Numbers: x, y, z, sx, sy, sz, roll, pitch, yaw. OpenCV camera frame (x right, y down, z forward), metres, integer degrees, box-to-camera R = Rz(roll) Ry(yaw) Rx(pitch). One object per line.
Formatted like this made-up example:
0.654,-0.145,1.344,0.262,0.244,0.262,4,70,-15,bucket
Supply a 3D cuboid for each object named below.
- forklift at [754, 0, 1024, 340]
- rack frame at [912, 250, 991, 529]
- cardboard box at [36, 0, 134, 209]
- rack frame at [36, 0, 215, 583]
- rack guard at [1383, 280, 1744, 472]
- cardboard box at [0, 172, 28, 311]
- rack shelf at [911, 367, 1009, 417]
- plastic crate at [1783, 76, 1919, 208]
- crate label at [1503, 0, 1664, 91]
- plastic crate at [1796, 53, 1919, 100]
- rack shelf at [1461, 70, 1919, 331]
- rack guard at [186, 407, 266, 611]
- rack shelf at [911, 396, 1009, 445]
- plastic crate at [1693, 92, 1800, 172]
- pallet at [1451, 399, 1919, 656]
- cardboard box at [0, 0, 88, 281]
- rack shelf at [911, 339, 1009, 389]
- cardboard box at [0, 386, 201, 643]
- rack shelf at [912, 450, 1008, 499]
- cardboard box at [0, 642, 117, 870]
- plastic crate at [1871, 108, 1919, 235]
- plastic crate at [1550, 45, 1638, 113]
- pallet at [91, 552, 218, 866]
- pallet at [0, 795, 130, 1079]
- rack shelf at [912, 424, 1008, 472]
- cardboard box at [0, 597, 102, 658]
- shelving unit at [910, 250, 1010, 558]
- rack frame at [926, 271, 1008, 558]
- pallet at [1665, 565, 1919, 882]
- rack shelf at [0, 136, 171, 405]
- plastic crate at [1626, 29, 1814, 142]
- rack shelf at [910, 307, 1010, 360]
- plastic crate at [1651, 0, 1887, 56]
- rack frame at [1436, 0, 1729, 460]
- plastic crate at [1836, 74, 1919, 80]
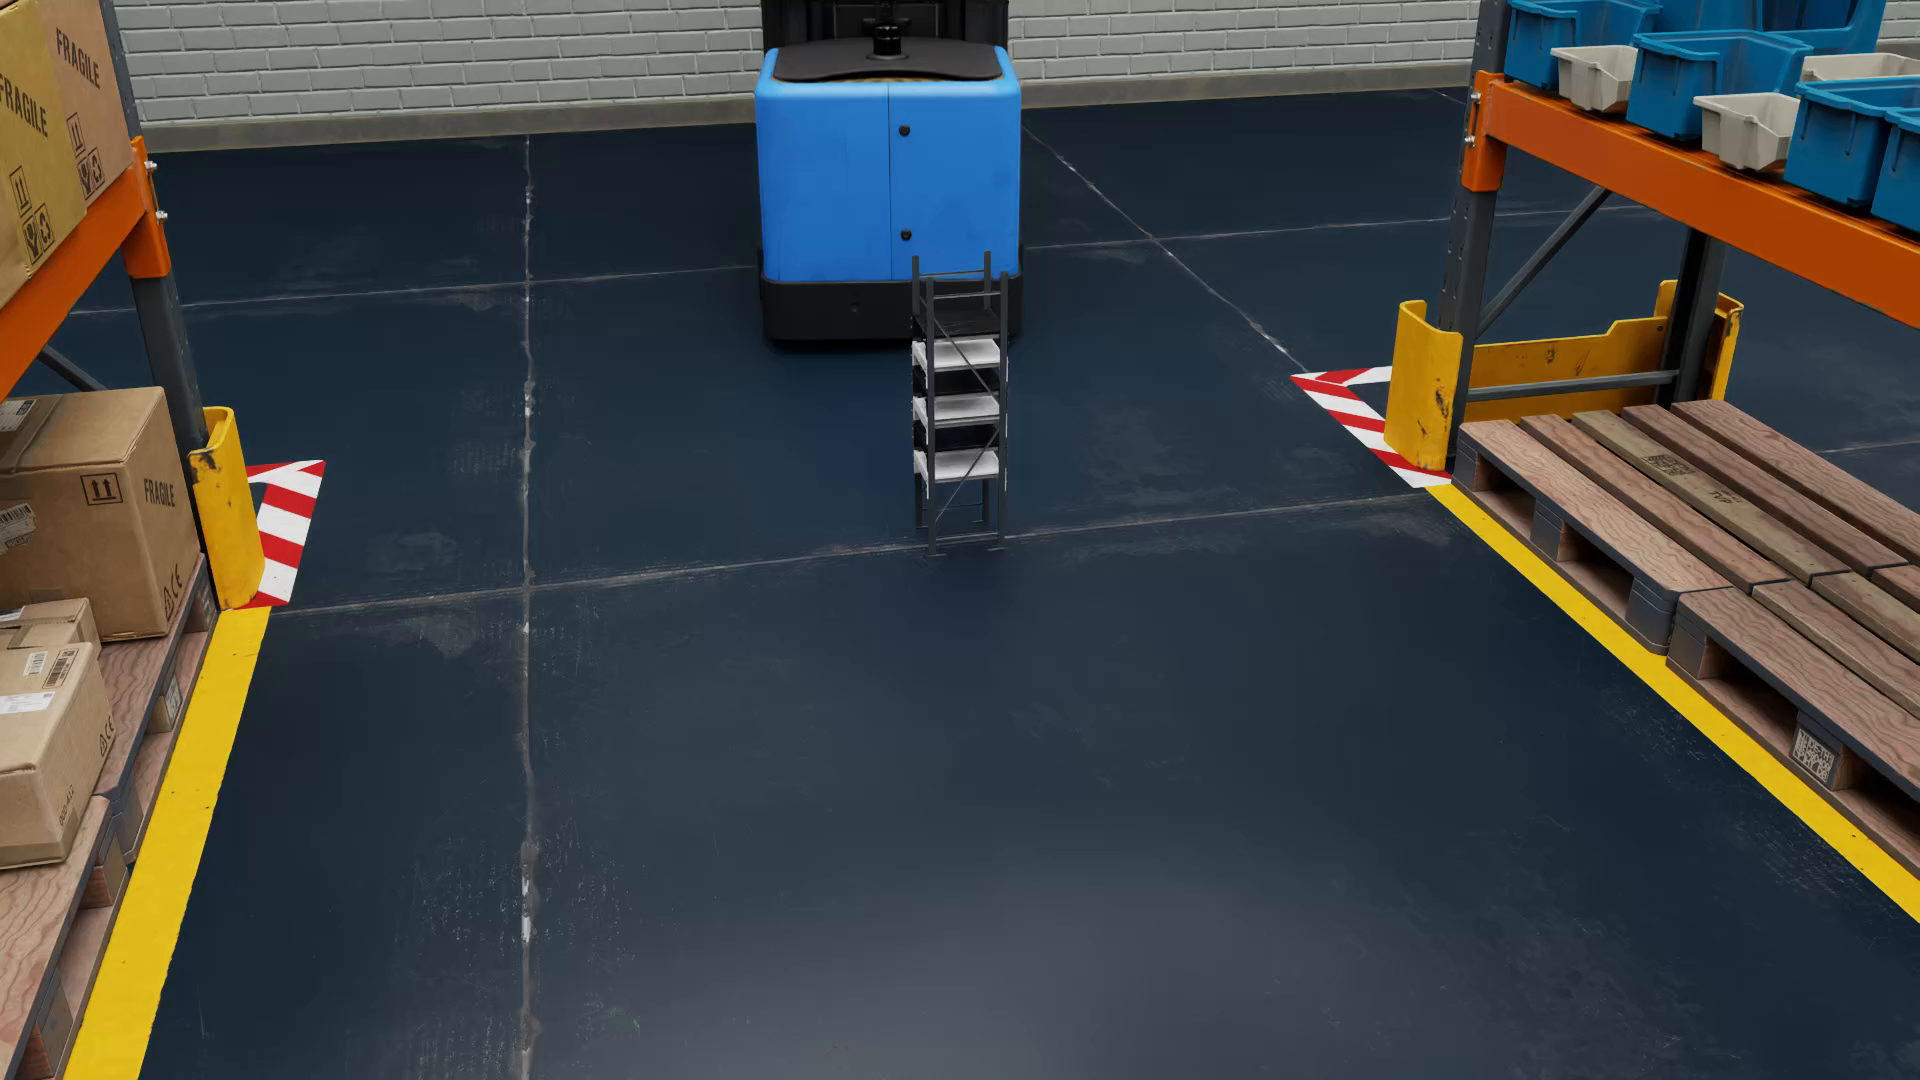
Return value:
-0.343,-2.736,7.419,1.130,2.935,3.031,-1,27,-3,forklift
-0.025,-0.450,5.143,0.240,0.900,0.006,-6,27,-12,rack frame
-2.329,-1.068,3.926,0.500,0.500,0.500,-5,27,-10,cardboard box
-2.695,-1.192,4.283,1.000,3.000,0.127,-6,27,-12,rack frame
2.113,-0.587,5.858,1.175,0.500,0.348,-6,27,-12,rack guard
-2.102,-0.621,3.041,0.500,0.500,0.500,-6,27,-11,cardboard box
-0.002,-0.456,5.029,0.258,0.077,0.200,-6,27,-12,rack shelf
2.163,-0.926,3.875,0.416,0.233,0.300,-6,27,-12,plastic crate
1.866,-1.504,5.020,0.416,0.233,0.303,-6,27,-12,crate label
2.492,-1.263,4.650,0.396,0.136,0.243,-6,27,-12,plastic crate
2.582,-0.495,3.699,1.077,0.370,4.000,-6,27,-12,rack shelf
-2.678,-0.043,4.781,1.175,0.500,0.348,-6,27,-12,rack guard
-0.002,-0.376,5.069,0.258,0.077,0.200,-6,27,-12,rack shelf
2.011,-1.014,4.156,0.250,0.136,0.298,-6,27,-12,plastic crate
2.280,-0.083,5.180,1.003,0.211,1.213,-6,27,-12,pallet
-2.209,-0.841,3.476,0.500,0.500,0.500,-6,27,-11,cardboard box
-0.002,-0.536,4.988,0.258,0.077,0.200,-6,27,-12,rack shelf
-2.333,-0.059,4.324,0.500,0.500,0.500,-6,27,-12,cardboard box
-0.002,-0.215,5.150,0.258,0.077,0.200,-6,27,-12,rack shelf
-2.148,0.472,3.548,0.500,0.250,0.500,-6,27,-12,cardboard box
2.231,-0.794,3.614,0.416,0.233,0.300,-6,27,-12,plastic crate
1.858,-1.312,4.746,0.250,0.136,0.298,-6,27,-12,plastic crate
-2.498,0.436,4.153,1.003,0.211,1.213,-6,27,-12,pallet
-2.226,0.970,3.094,1.003,0.211,1.213,-6,27,-12,pallet
-0.002,-0.295,5.110,0.258,0.077,0.200,-6,27,-12,rack shelf
-2.329,0.277,4.029,0.380,0.166,0.250,-6,27,-12,cardboard box
-0.002,-0.405,5.054,0.258,0.900,0.210,-6,27,-12,shelving unit
0.021,-0.361,4.966,0.240,0.900,0.006,-6,27,-12,rack frame
2.551,0.452,4.121,1.003,0.211,1.213,-6,27,-12,pallet
-2.245,0.007,2.706,1.077,0.370,4.000,-6,27,-12,rack shelf
2.015,-1.215,4.447,0.416,0.233,0.300,-6,27,-12,plastic crate
-0.002,-0.617,4.948,0.258,0.077,0.200,-6,27,-12,rack shelf
2.389,-1.608,5.002,0.616,0.435,0.499,-6,27,-12,plastic crate
2.132,-1.694,5.277,1.000,3.000,0.127,-6,27,-12,rack frame
2.543,-1.134,4.395,0.396,0.136,0.243,-6,27,-12,plastic crate
